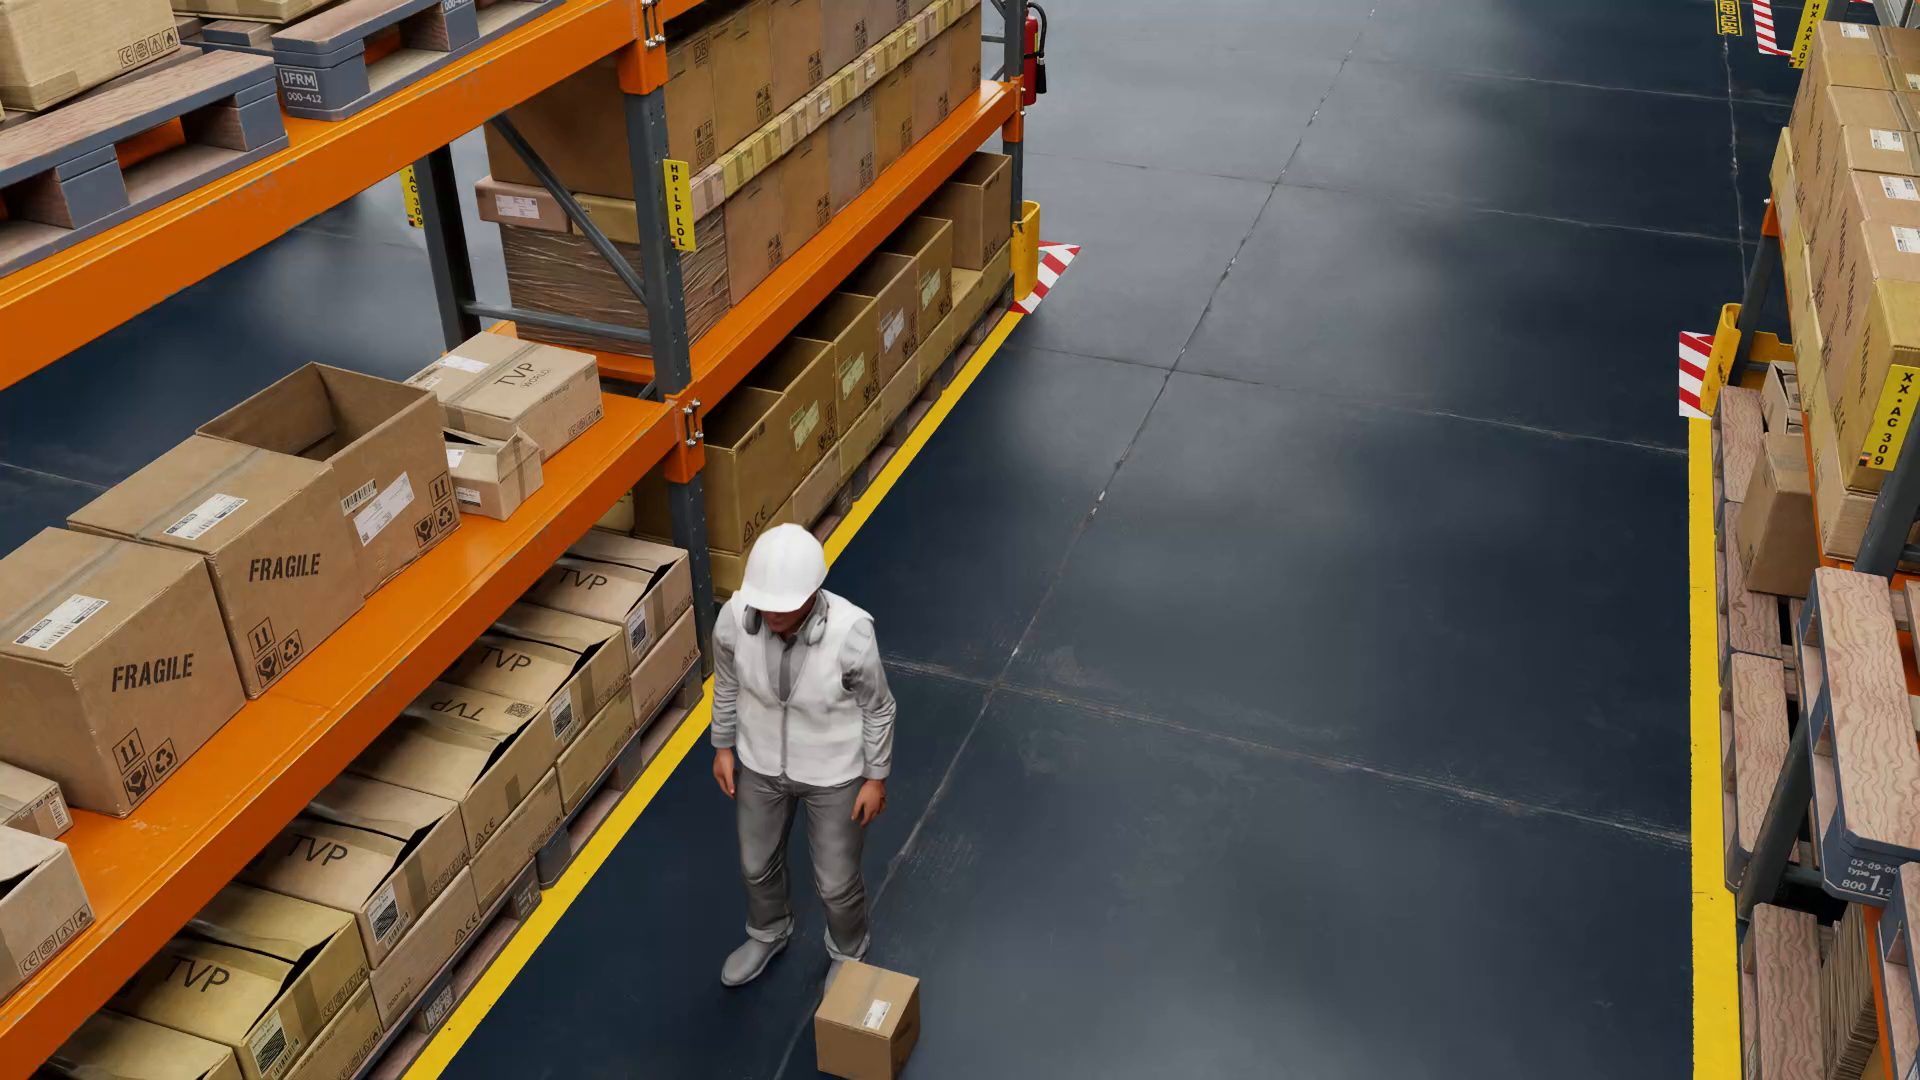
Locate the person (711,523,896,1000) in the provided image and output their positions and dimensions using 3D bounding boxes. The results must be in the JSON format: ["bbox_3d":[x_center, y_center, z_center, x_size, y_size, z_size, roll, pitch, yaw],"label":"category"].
[{"bbox_3d":[-0.482,0.682,5.068,0.577,1.770,0.465,10,34,15],"label":"person"}]
